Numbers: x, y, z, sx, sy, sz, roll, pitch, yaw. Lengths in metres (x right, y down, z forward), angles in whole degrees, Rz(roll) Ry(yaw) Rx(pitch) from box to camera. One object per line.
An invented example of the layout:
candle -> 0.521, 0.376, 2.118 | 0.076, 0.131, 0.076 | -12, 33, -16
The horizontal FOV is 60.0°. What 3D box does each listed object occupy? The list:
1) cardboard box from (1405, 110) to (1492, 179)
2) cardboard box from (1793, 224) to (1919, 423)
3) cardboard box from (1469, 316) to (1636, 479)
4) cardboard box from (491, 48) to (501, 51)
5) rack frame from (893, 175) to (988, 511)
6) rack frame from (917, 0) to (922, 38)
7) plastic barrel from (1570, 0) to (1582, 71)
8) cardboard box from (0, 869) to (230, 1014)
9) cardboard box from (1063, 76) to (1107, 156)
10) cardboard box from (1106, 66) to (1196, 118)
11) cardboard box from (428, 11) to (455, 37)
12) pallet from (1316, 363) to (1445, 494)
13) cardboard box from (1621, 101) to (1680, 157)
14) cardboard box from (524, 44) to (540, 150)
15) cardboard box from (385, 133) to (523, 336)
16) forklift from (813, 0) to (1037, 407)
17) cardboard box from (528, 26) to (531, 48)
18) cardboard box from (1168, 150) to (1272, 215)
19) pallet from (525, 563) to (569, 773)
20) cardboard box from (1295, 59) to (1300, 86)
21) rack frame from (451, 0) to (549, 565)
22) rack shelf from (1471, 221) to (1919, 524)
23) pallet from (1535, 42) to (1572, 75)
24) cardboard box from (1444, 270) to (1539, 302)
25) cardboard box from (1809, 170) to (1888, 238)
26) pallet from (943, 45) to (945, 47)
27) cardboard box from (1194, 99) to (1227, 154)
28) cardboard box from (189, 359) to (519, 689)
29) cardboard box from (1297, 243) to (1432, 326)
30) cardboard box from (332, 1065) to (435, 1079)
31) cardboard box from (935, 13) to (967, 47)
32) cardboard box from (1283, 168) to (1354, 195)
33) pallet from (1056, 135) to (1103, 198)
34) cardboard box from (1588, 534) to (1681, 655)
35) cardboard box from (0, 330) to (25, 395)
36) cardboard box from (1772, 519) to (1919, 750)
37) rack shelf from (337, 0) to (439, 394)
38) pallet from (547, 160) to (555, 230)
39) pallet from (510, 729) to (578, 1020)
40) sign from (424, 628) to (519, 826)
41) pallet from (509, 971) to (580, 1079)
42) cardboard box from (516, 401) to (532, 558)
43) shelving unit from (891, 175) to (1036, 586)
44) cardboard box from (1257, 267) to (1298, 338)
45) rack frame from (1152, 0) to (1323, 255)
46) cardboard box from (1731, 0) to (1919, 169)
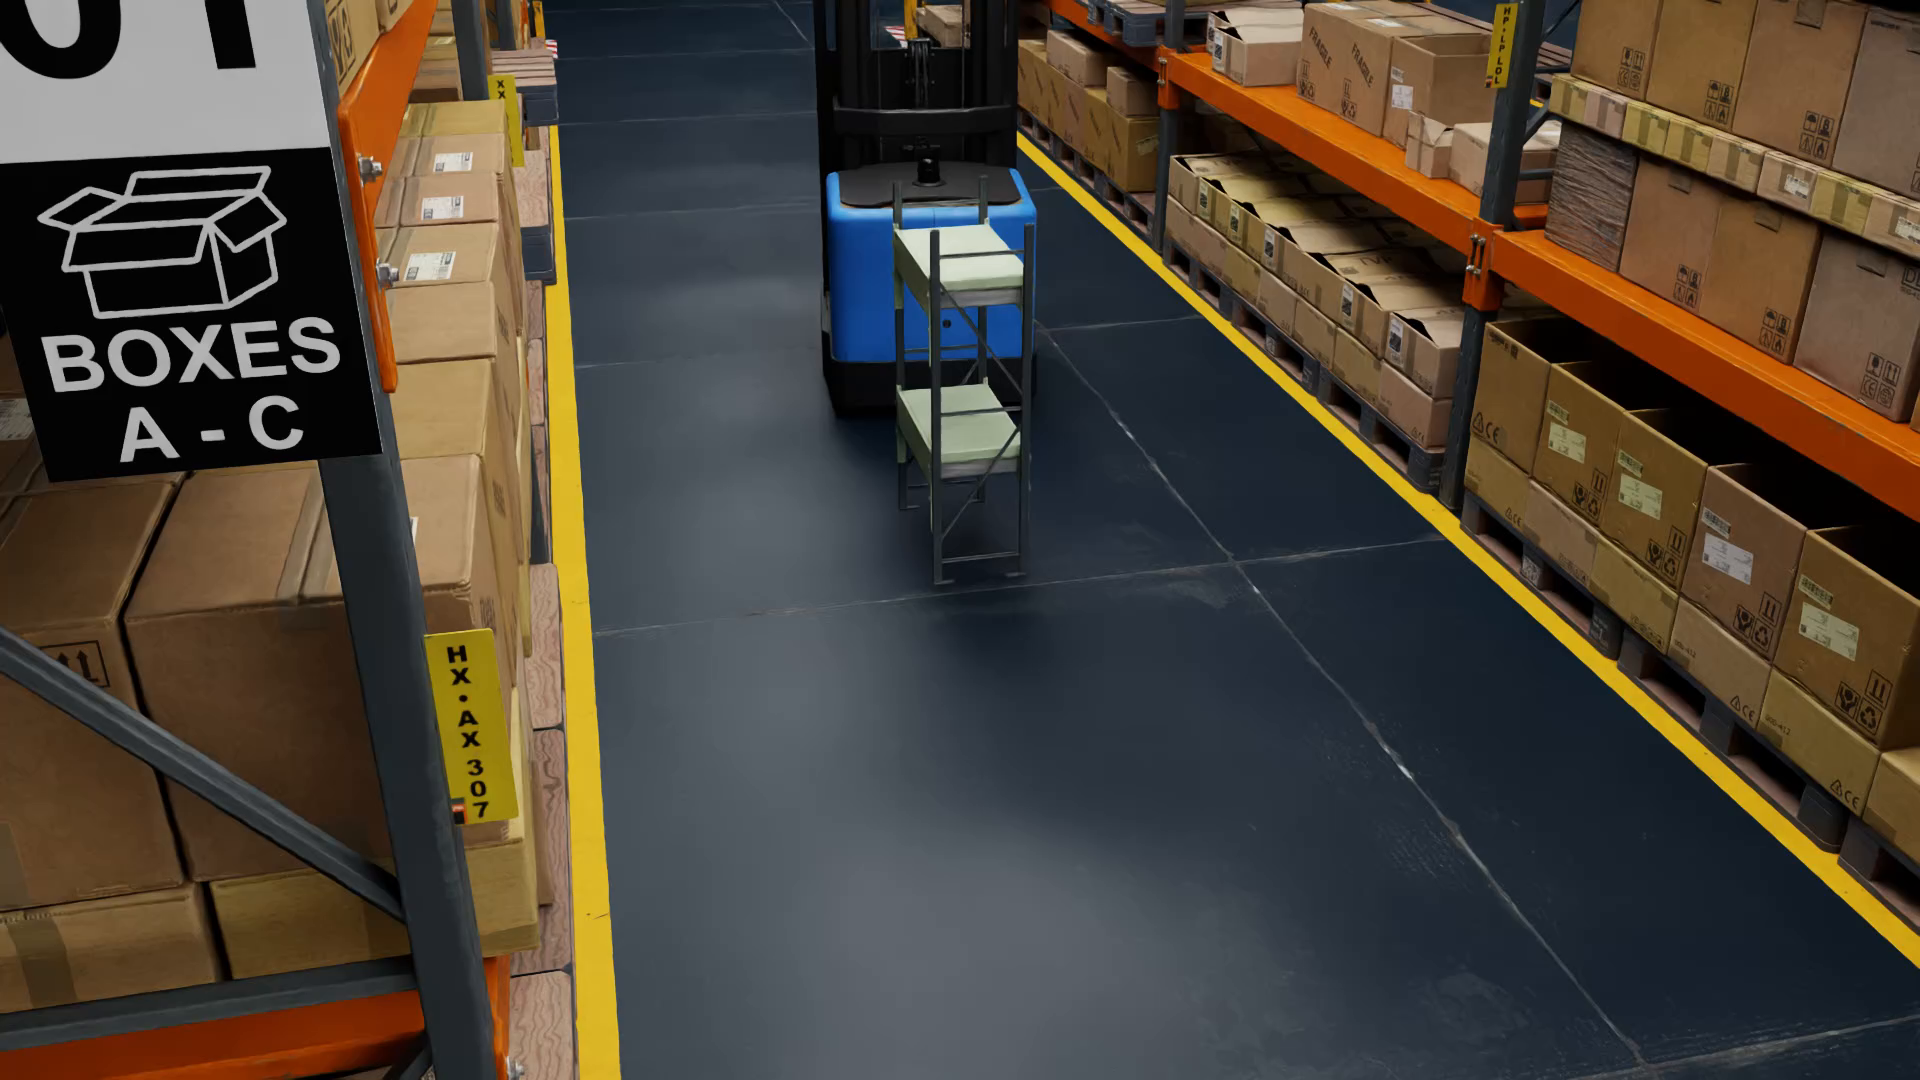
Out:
cardboard box -> 2.308, -1.851, 7.737 | 0.396, 0.266, 0.258 | -7, 28, -13
cardboard box -> 3.142, -0.718, 5.232 | 0.700, 0.500, 0.500 | -5, 27, -10
cardboard box -> 2.484, -0.603, 6.869 | 0.500, 0.500, 0.500 | -6, 27, -12
cardboard box -> -2.891, -2.860, 9.843 | 0.380, 0.149, 0.250 | -6, 27, -12
rack frame -> -0.081, -0.827, 7.225 | 0.400, 1.500, 0.023 | -6, 27, -12
rack frame -> -0.019, -6.812, 17.416 | 1.000, 3.000, 0.127 | -6, 27, -12
plastic barrel -> 5.815, -4.567, 14.832 | 0.600, 0.901, 0.708 | -6, 27, -12
cardboard box -> -1.533, 0.590, 2.897 | 0.500, 0.250, 0.500 | -6, 27, -11
cardboard box -> 1.103, -3.224, 12.594 | 0.500, 0.500, 0.500 | -7, 28, -14
cardboard box -> 1.327, -3.126, 11.568 | 0.500, 0.250, 0.500 | -5, 27, -10
cardboard box -> -2.520, -2.039, 7.361 | 0.700, 0.500, 0.500 | -2, 27, -5
pallet -> 2.481, -0.618, 8.240 | 1.003, 0.211, 1.213 | -6, 27, -12
cardboard box -> 2.673, -1.517, 6.095 | 0.380, 0.149, 0.250 | -7, 28, -13
cardboard box -> -3.467, -3.117, 12.016 | 0.750, 0.750, 0.750 | -5, 27, -10
cardboard box -> -1.615, -0.921, 5.058 | 0.500, 0.500, 0.500 | -6, 27, -12
forklift -> -0.255, -2.612, 9.172 | 1.130, 2.935, 3.031 | -2, 27, -4
cardboard box -> -4.477, -4.862, 15.861 | 0.700, 0.500, 0.500 | -6, 27, -12
cardboard box -> 1.615, -2.250, 10.342 | 0.500, 0.311, 0.500 | -5, 27, -10
pallet -> -1.955, 0.497, 6.031 | 1.003, 0.211, 1.213 | -6, 27, -12
cardboard box -> 2.126, -2.633, 9.417 | 0.380, 0.149, 0.250 | -4, 27, -8
rack frame -> -2.141, -1.039, 5.979 | 1.000, 3.000, 0.127 | -6, 27, -12
rack shelf -> 3.136, -0.344, 5.402 | 1.077, 0.370, 4.000 | -6, 27, -12
pallet -> 5.505, -4.631, 16.191 | 1.003, 0.211, 1.213 | -6, 27, -12
cardboard box -> 2.727, -1.181, 8.224 | 0.500, 0.311, 0.500 | -6, 27, -12
cardboard box -> 2.909, -1.060, 5.191 | 0.380, 0.149, 0.250 | -6, 27, -12
pallet -> 0.450, -4.649, 16.226 | 1.003, 0.211, 1.213 | -6, 27, -12
cardboard box -> 1.836, -2.838, 11.830 | 0.500, 0.500, 0.500 | -7, 28, -13
cardboard box -> -1.156, -0.018, 3.268 | 0.500, 0.500, 0.500 | -6, 27, -11
cardboard box -> 2.081, -1.350, 8.558 | 0.500, 0.311, 0.500 | -6, 27, -12
cardboard box -> -1.307, 1.408, 3.627 | 0.500, 0.311, 0.500 | -9, 28, -17
cardboard box -> 0.052, -5.074, 16.537 | 0.500, 0.250, 0.500 | -6, 27, -12
cardboard box -> 2.265, -2.077, 10.000 | 0.500, 0.311, 0.500 | -6, 27, -12
pallet -> 1.381, -2.921, 12.803 | 1.003, 0.211, 1.213 | -6, 27, -12
cardboard box -> 2.709, 0.171, 6.168 | 0.500, 0.250, 0.500 | -6, 27, -12
cardboard box -> -1.777, -0.193, 3.616 | 0.500, 0.500, 0.500 | -7, 28, -13
cardboard box -> 2.936, 0.275, 5.129 | 0.500, 0.500, 0.500 | -6, 27, -12
rack shelf -> -1.690, -1.179, 3.726 | 1.077, 0.370, 4.000 | -6, 27, -12
pallet -> -3.418, -2.438, 11.847 | 1.003, 0.211, 1.213 | -6, 27, -12
pallet -> -1.676, 1.034, 4.967 | 1.003, 0.211, 1.213 | -6, 27, -12
sign -> -0.711, 0.275, 2.415 | 0.100, 0.325, 0.005 | -6, 27, -12
pallet -> -1.405, 1.568, 3.908 | 1.003, 0.211, 1.213 | -6, 27, -12
cardboard box -> -1.391, -0.144, 4.351 | 0.500, 0.250, 0.500 | -6, 27, -11
shelving unit -> 0.002, -0.667, 6.906 | 0.431, 1.500, 0.755 | -6, 27, -12
cardboard box -> 1.968, -1.326, 9.135 | 0.500, 0.250, 0.500 | -5, 27, -11
rack frame -> 1.783, -3.300, 10.458 | 1.000, 3.000, 0.127 | -6, 27, -12
cardboard box -> 3.018, -1.532, 5.405 | 0.700, 0.500, 0.500 | -6, 27, -12
